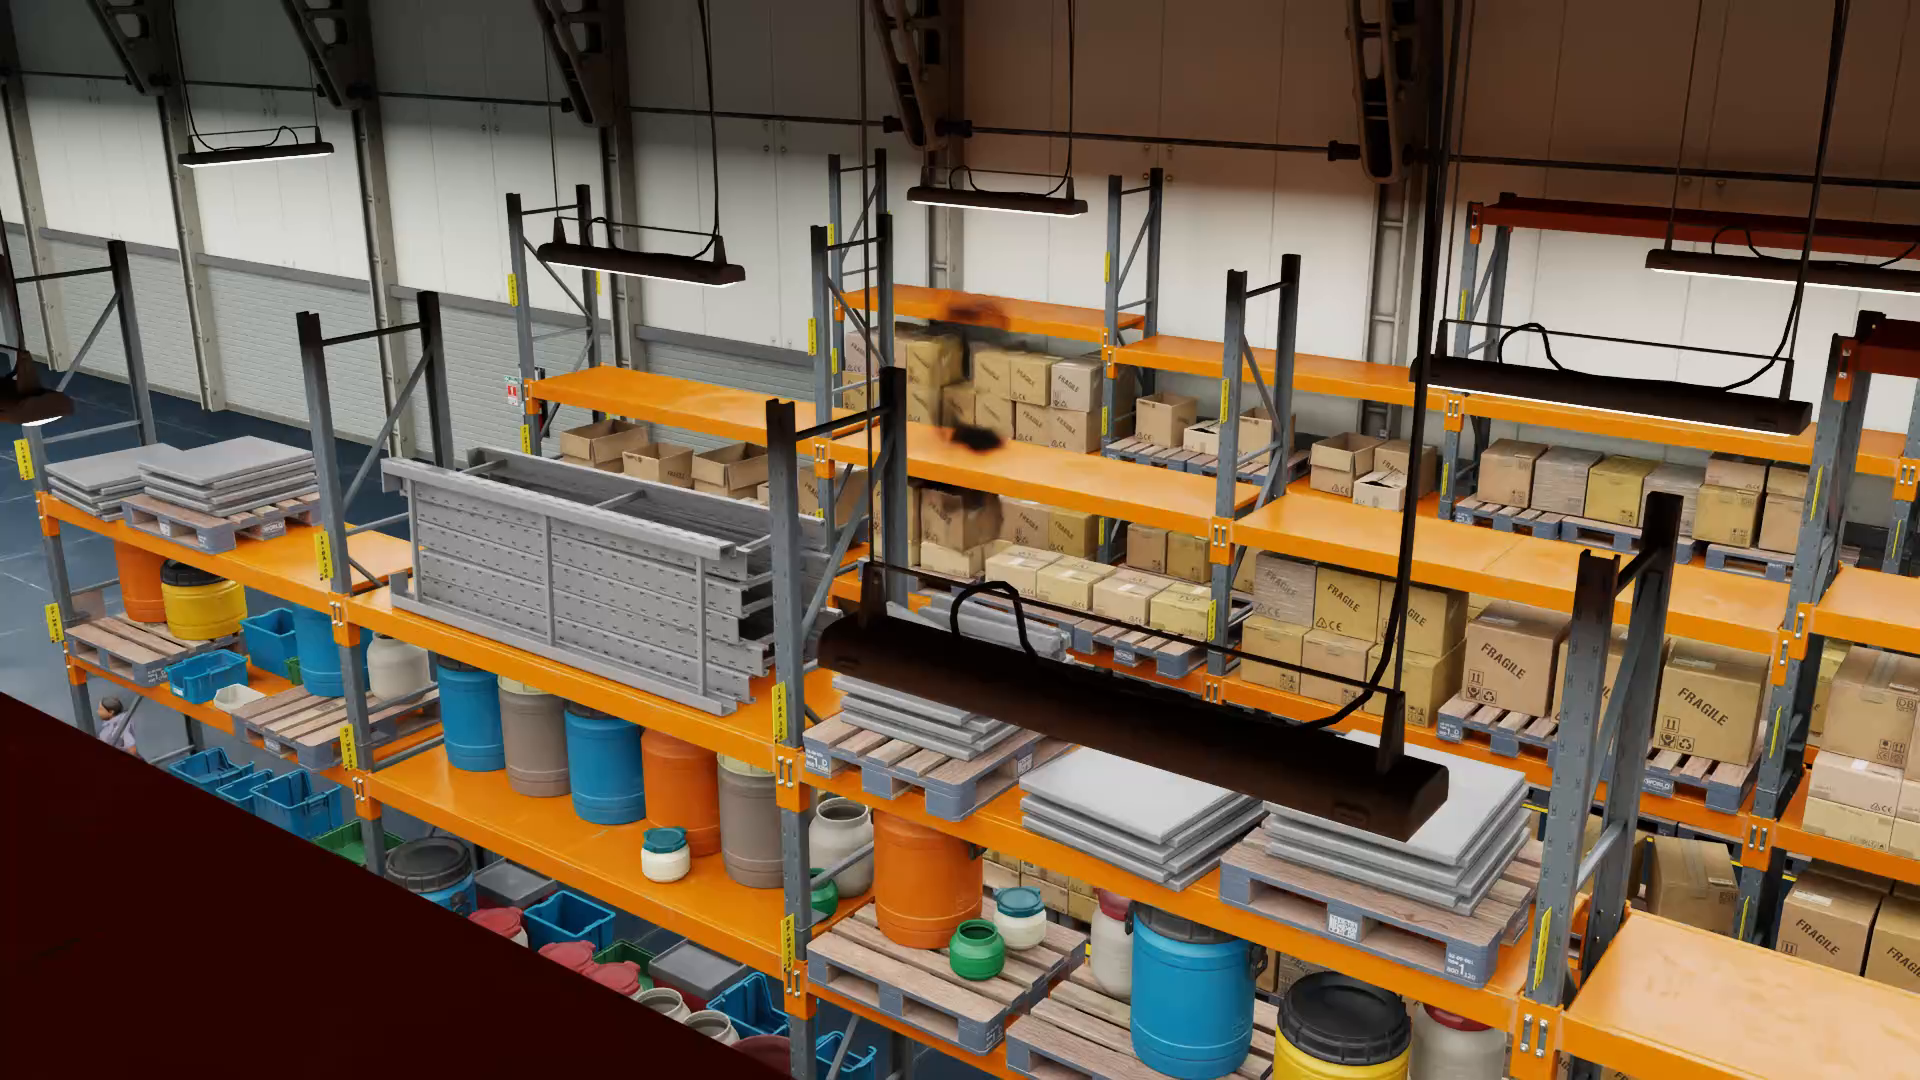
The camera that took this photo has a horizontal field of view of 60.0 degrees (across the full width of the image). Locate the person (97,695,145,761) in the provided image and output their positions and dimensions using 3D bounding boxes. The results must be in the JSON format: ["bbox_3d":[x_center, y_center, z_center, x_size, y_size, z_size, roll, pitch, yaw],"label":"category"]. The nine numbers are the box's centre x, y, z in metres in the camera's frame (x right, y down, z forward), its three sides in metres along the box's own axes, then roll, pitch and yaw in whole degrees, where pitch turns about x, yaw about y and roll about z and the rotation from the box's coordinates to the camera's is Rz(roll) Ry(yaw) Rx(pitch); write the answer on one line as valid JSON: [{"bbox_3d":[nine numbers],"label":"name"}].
[{"bbox_3d":[-7.963,2.219,15.848,0.962,1.621,0.617,-5,19,-15],"label":"person"}]
